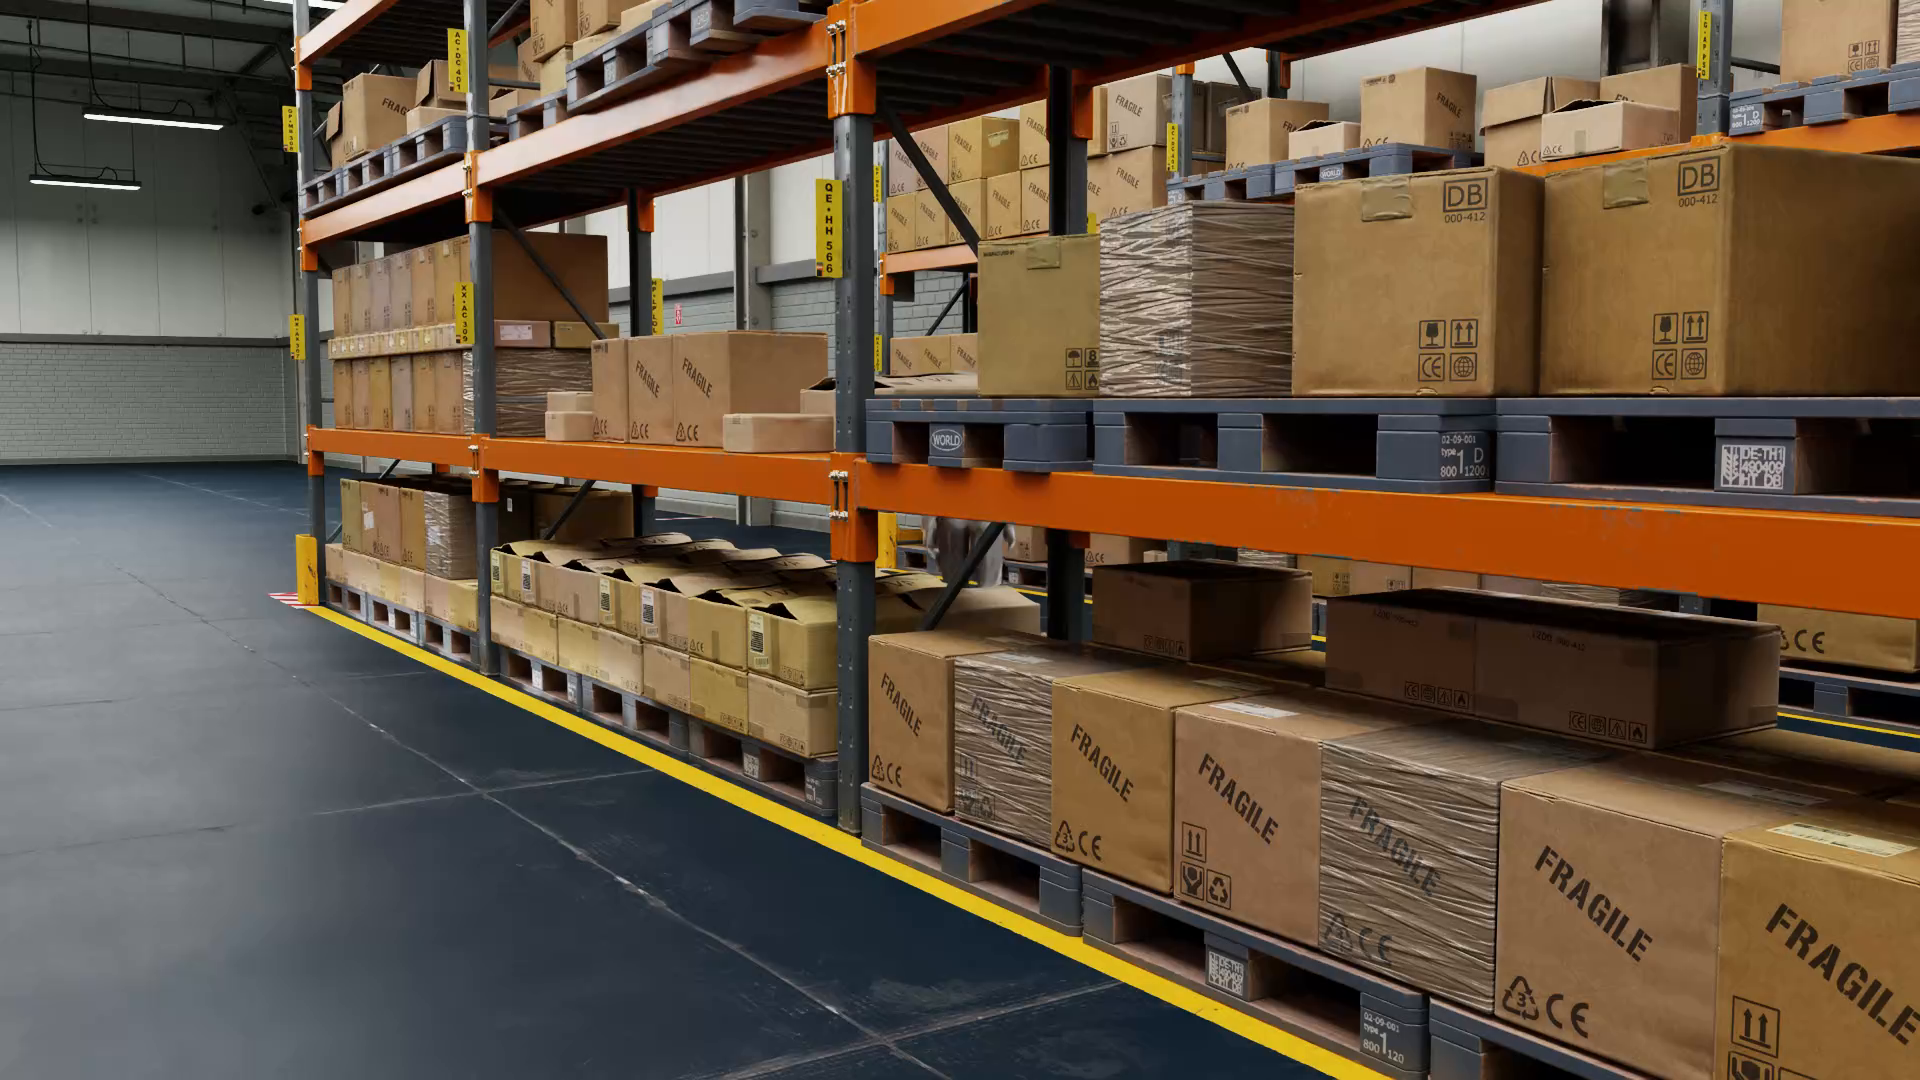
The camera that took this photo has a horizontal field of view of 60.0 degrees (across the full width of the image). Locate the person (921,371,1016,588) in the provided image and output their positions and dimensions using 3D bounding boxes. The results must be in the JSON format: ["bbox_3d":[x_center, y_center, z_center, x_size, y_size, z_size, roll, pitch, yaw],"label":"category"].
[{"bbox_3d":[0.045,-0.067,8.827,0.524,1.664,0.542,0,5,6],"label":"person"}]
